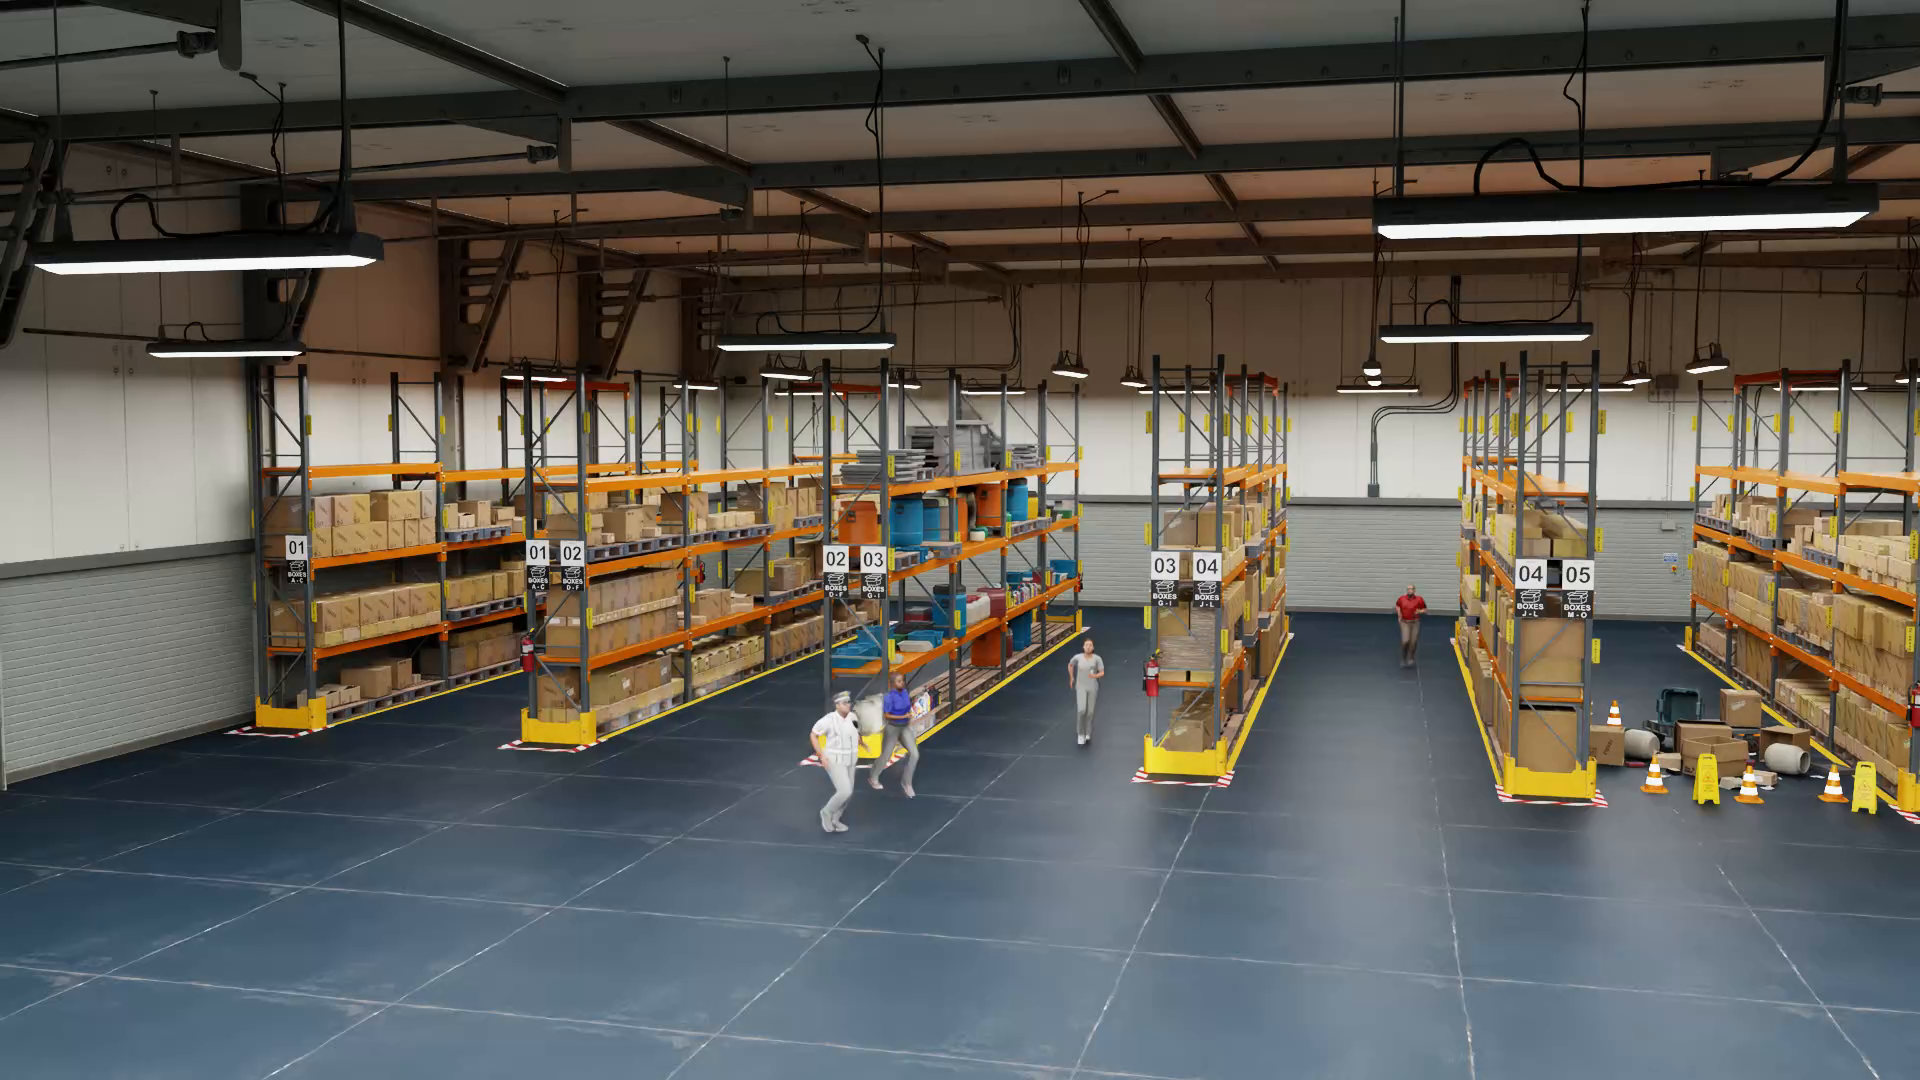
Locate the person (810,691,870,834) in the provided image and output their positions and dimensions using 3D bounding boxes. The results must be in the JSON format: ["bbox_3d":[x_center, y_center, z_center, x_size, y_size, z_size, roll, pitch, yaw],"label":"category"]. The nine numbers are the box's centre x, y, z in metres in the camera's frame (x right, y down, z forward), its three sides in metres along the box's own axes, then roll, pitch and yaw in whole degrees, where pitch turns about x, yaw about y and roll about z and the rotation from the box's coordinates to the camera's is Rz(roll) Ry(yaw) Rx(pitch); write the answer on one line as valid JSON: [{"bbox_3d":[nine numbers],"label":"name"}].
[{"bbox_3d":[-1.416,2.719,20.403,0.625,1.756,0.667,3,5,40],"label":"person"}]

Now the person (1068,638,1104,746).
[{"bbox_3d":[1.986,2.367,26.072,0.546,1.679,0.661,0,4,0],"label":"person"}]

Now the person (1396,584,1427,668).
[{"bbox_3d":[9.308,1.802,34.322,0.626,1.783,0.737,1,4,15],"label":"person"}]

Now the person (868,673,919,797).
[{"bbox_3d":[-0.857,2.630,22.551,0.585,1.696,0.882,-3,5,-40],"label":"person"}]
